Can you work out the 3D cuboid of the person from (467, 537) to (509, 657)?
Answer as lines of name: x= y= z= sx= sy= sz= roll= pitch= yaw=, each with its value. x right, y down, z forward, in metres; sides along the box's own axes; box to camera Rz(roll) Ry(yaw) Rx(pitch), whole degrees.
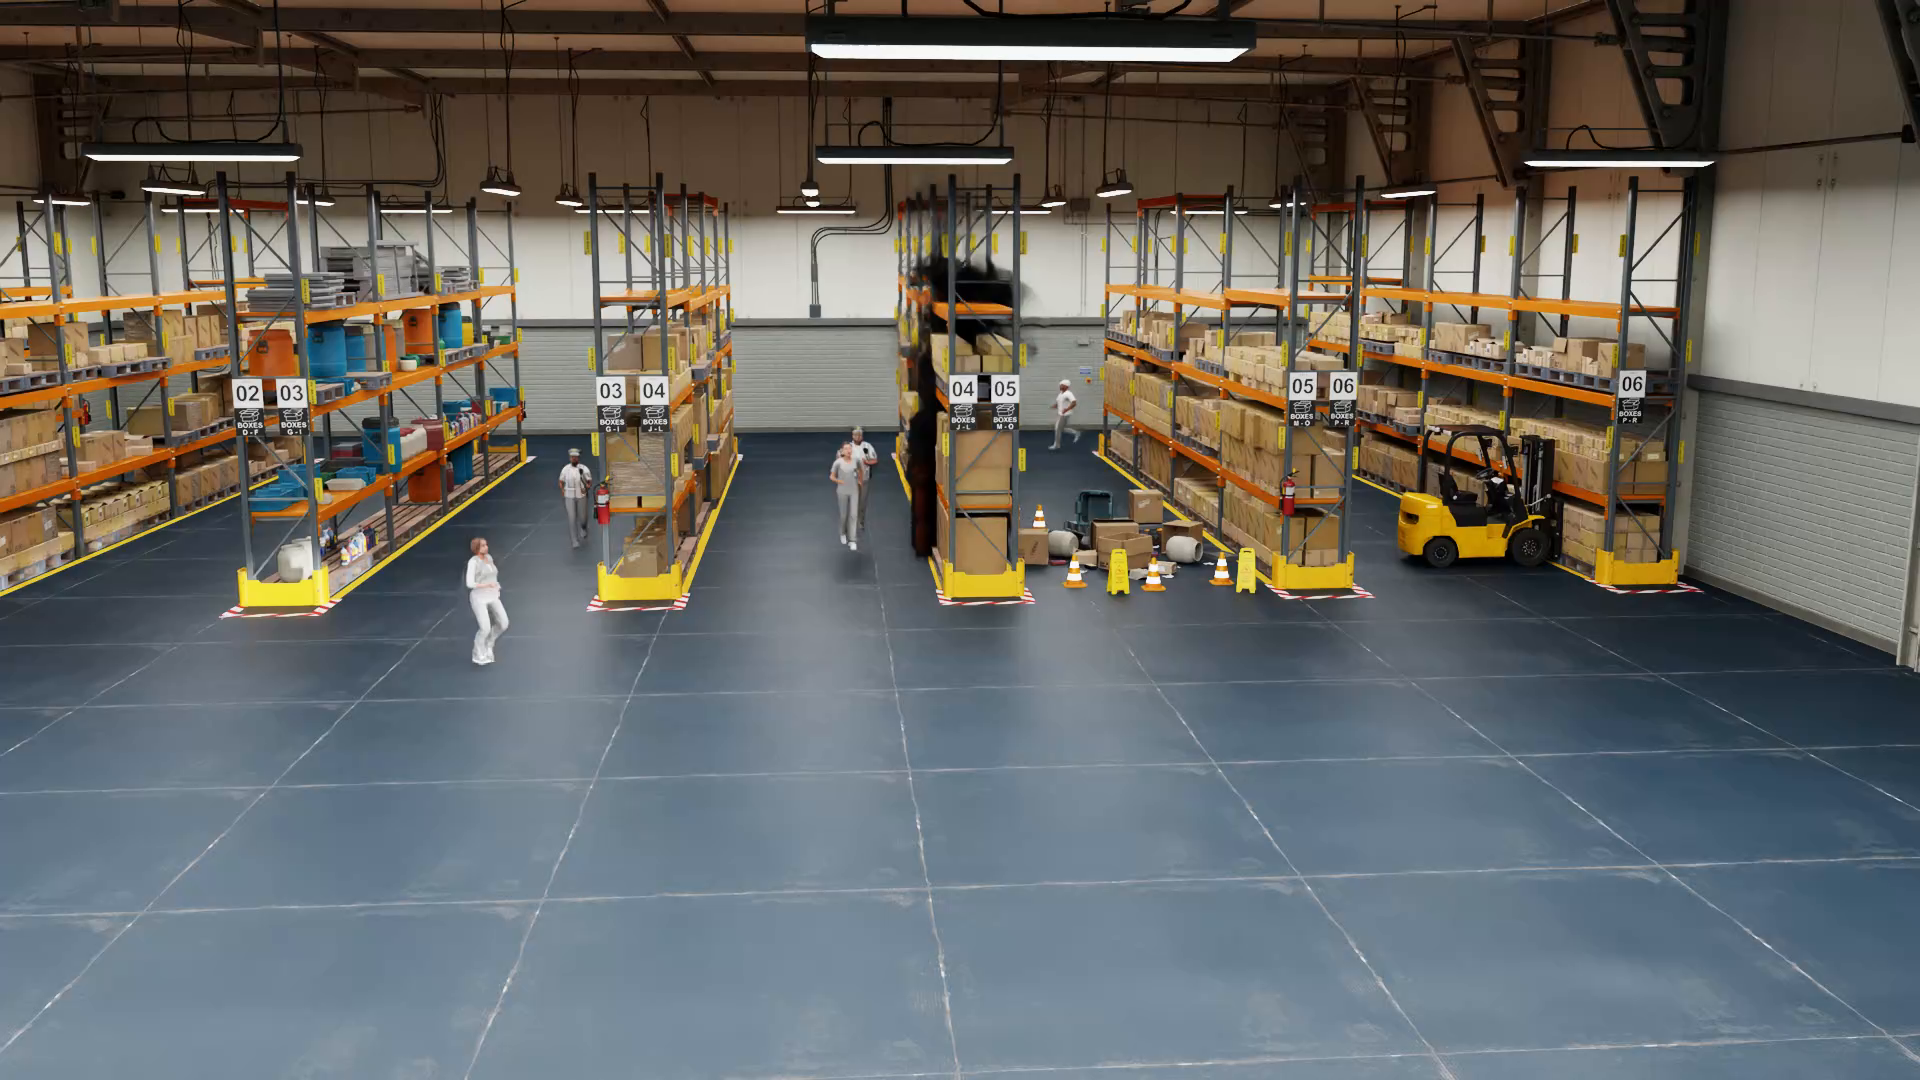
person: x=-5.668 y=0.699 z=19.967 sx=0.570 sy=1.470 sz=0.485 roll=6 pitch=11 yaw=29

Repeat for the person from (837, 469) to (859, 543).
person: x=-1.779 y=-0.567 z=26.312 sx=0.341 sy=1.173 sz=0.698 roll=-3 pitch=10 yaw=-14

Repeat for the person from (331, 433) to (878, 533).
person: x=-5.728 y=-0.835 z=26.897 sx=8.737 sy=1.847 sz=1.726 roll=-2 pitch=10 yaw=-13

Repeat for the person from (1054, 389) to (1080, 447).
person: x=2.682 y=-3.037 z=41.456 sx=0.666 sy=1.430 sz=0.435 roll=-1 pitch=10 yaw=-8

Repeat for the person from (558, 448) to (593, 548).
person: x=-6.489 y=-0.730 z=28.062 sx=0.579 sy=1.654 sz=0.658 roll=-2 pitch=10 yaw=-9
